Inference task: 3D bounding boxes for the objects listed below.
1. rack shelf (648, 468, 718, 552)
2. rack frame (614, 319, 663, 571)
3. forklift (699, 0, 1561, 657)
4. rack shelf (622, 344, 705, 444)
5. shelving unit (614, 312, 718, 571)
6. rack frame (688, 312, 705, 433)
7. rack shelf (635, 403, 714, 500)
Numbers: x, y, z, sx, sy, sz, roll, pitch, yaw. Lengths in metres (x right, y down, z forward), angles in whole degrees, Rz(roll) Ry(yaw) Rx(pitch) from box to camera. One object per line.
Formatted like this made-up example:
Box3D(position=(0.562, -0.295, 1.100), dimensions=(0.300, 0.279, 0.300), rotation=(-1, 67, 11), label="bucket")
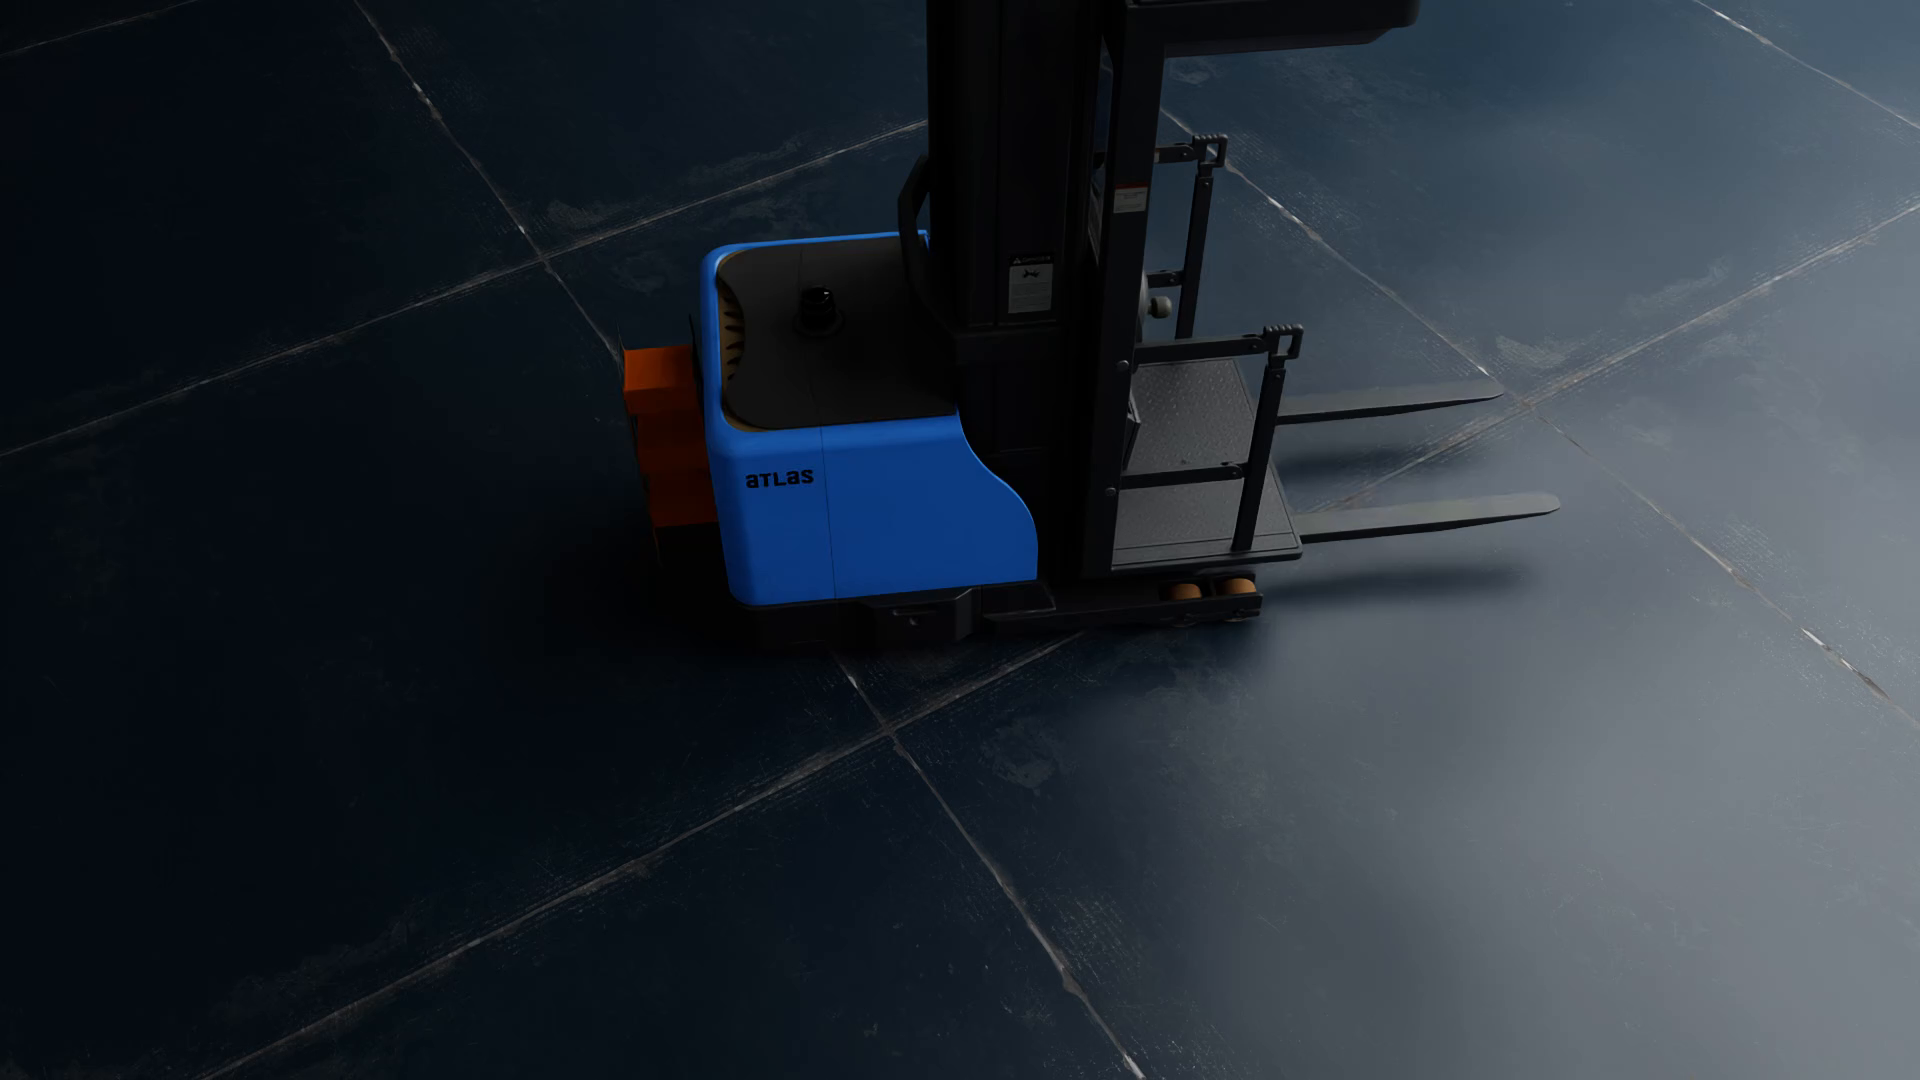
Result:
Box3D(position=(-0.997, -0.129, 6.046), dimensions=(0.240, 0.259, 0.215), rotation=(-6, 49, -5), label="rack shelf")
Box3D(position=(-1.121, -0.308, 5.821), dimensions=(0.008, 1.050, 0.200), rotation=(-6, 49, -5), label="rack frame")
Box3D(position=(0.649, -1.052, 5.224), dimensions=(3.031, 2.935, 1.130), rotation=(-5, 49, -5), label="forklift")
Box3D(position=(-1.002, -0.502, 5.626), dimensions=(0.240, 0.259, 0.215), rotation=(-6, 49, -5), label="rack shelf")
Box3D(position=(-1.000, -0.320, 5.831), dimensions=(0.252, 1.050, 0.215), rotation=(-6, 49, -5), label="shelving unit")
Box3D(position=(-0.879, -0.333, 5.840), dimensions=(0.008, 1.050, 0.200), rotation=(-6, 49, -5), label="rack frame")
Box3D(position=(-1.000, -0.313, 5.839), dimensions=(0.240, 0.259, 0.215), rotation=(-6, 49, -5), label="rack shelf")
